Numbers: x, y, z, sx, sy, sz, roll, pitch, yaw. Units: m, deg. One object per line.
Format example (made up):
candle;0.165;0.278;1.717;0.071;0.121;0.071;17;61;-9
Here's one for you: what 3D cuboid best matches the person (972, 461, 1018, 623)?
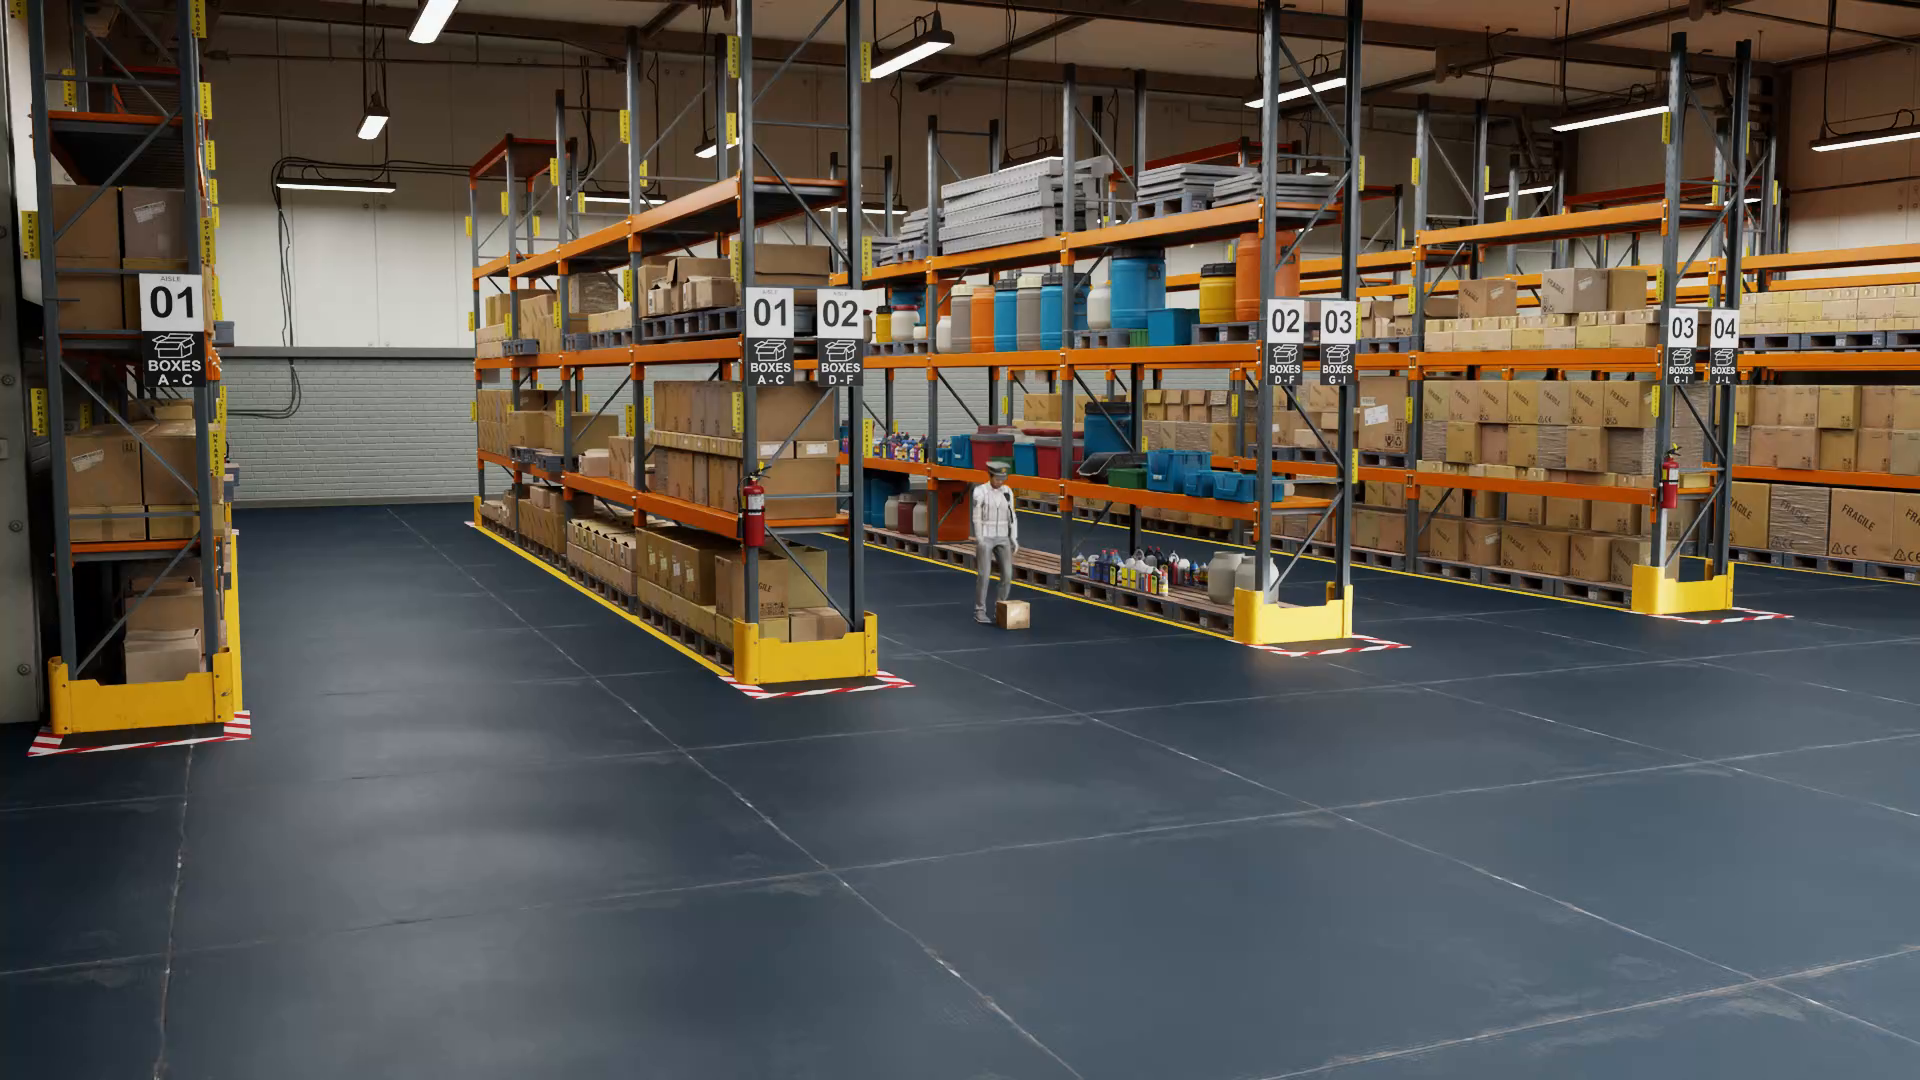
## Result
person;0.362;0.015;16.970;0.485;1.651;0.381;-2;6;-22
